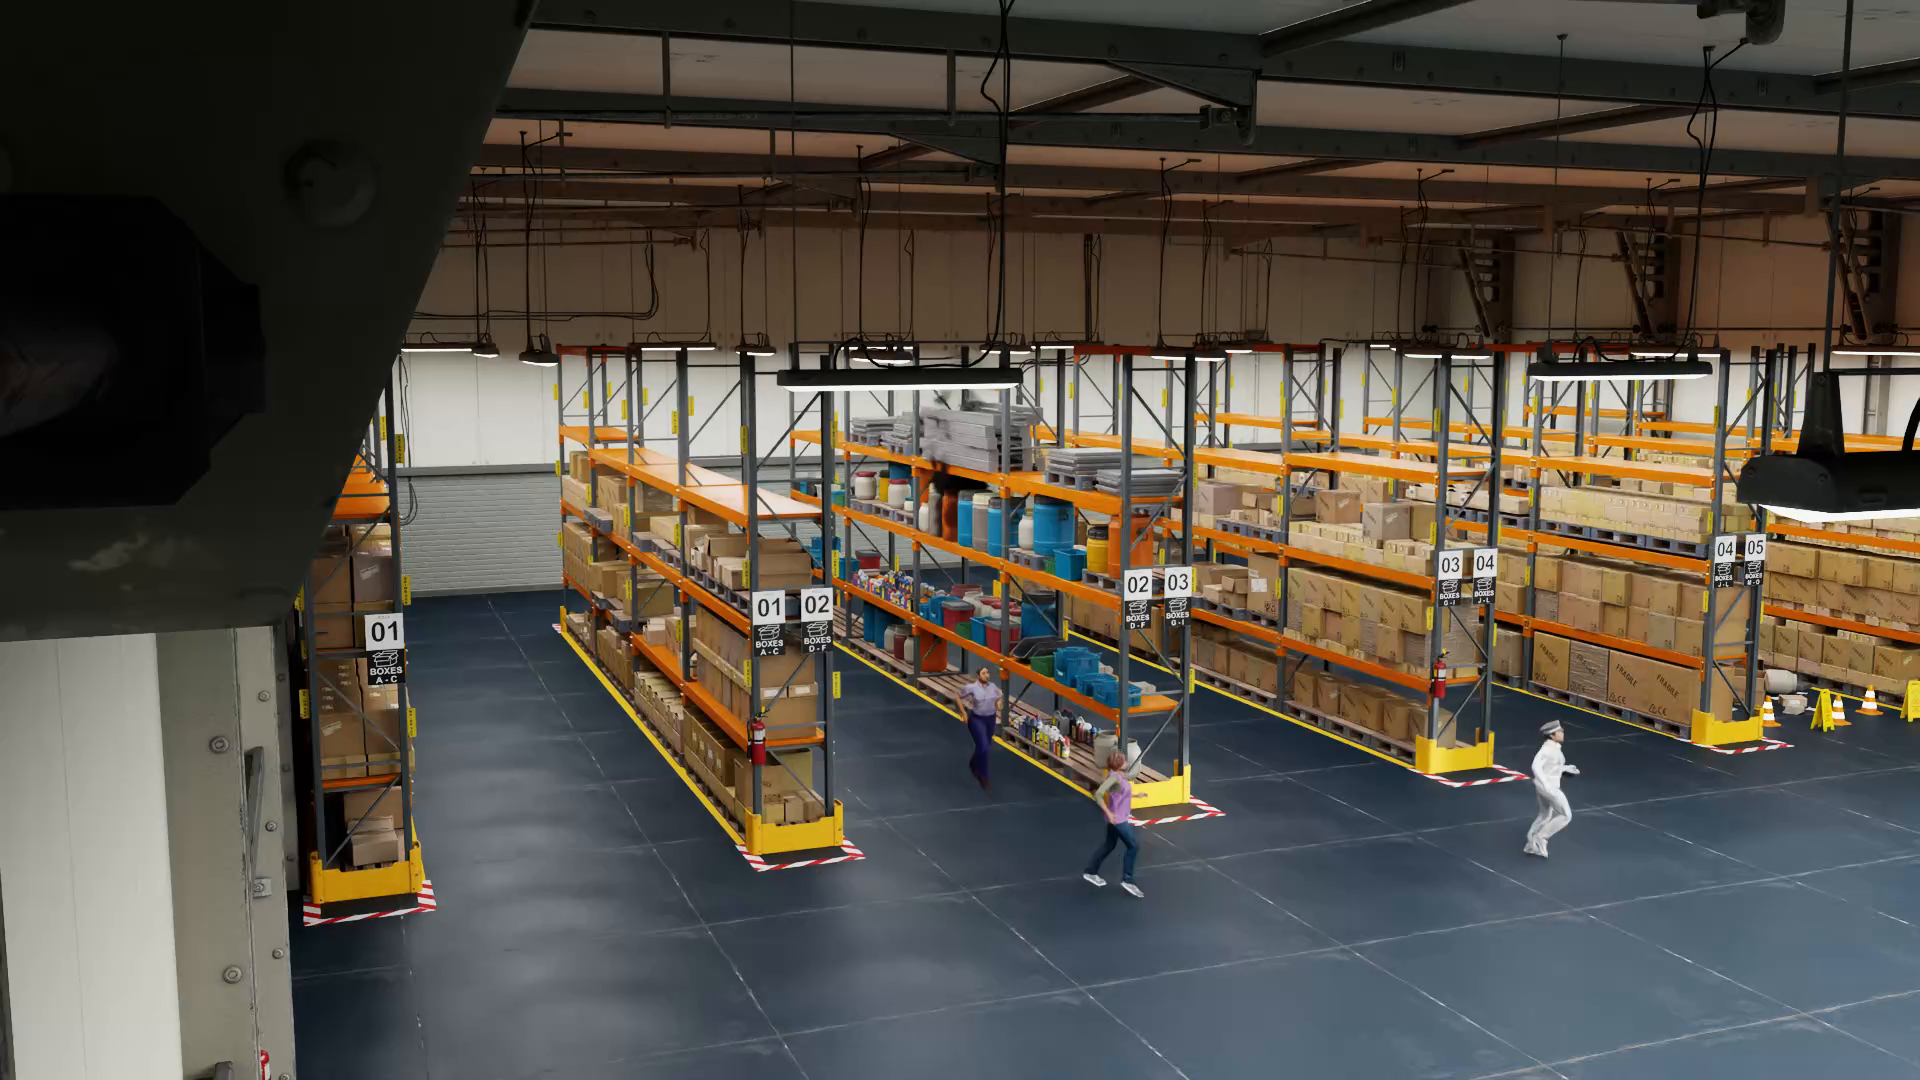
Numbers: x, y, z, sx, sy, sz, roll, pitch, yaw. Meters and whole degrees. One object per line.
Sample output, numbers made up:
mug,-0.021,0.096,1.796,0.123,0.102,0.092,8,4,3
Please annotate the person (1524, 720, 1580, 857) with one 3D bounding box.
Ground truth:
person,7.116,2.969,19.960,0.608,1.665,0.580,2,7,14

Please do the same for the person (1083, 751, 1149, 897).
person,1.744,3.173,18.648,0.728,1.642,0.510,1,7,6

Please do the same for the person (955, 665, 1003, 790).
person,0.298,2.588,23.173,0.579,1.706,0.763,-5,9,-35
